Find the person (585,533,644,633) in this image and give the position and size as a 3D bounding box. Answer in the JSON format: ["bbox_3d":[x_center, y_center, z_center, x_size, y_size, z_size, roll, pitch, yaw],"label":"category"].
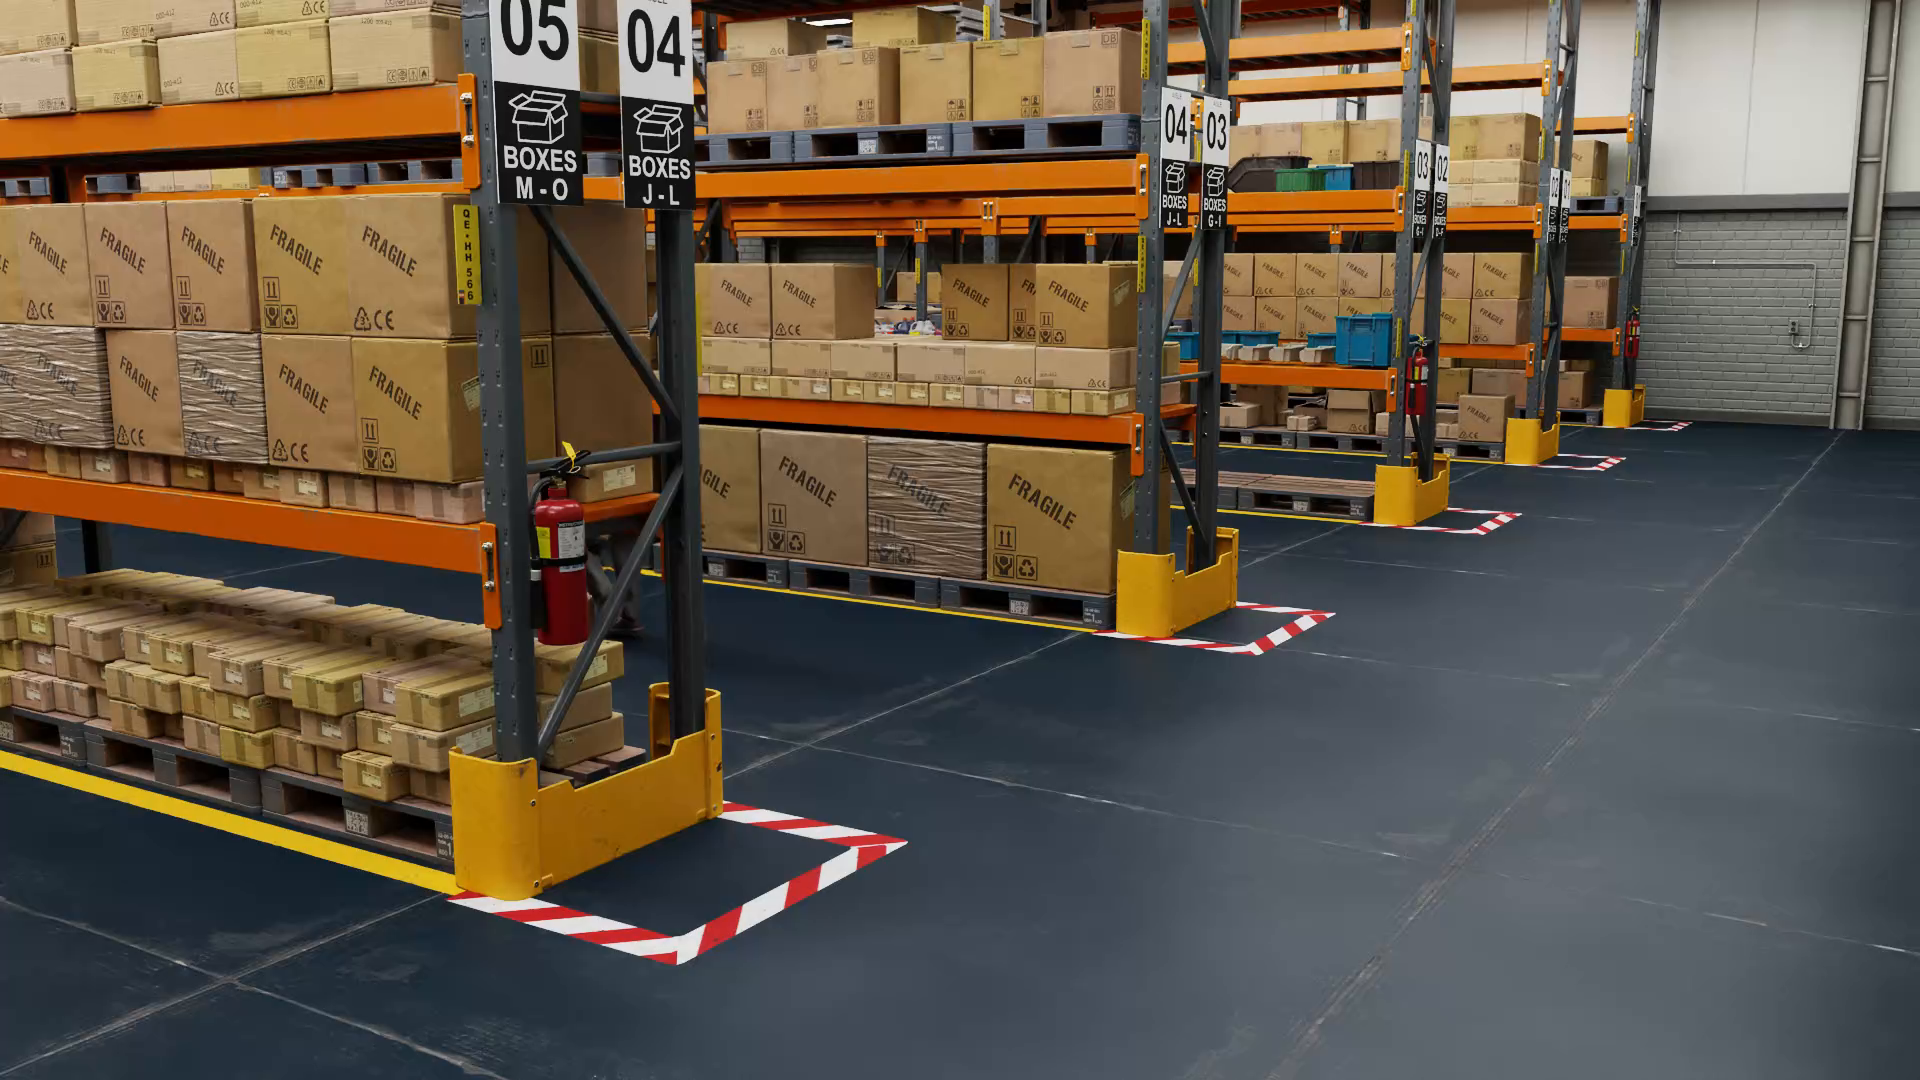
[{"bbox_3d":[-2.094,-0.257,9.804,0.426,1.668,0.484,8,12,39],"label":"person"}]
